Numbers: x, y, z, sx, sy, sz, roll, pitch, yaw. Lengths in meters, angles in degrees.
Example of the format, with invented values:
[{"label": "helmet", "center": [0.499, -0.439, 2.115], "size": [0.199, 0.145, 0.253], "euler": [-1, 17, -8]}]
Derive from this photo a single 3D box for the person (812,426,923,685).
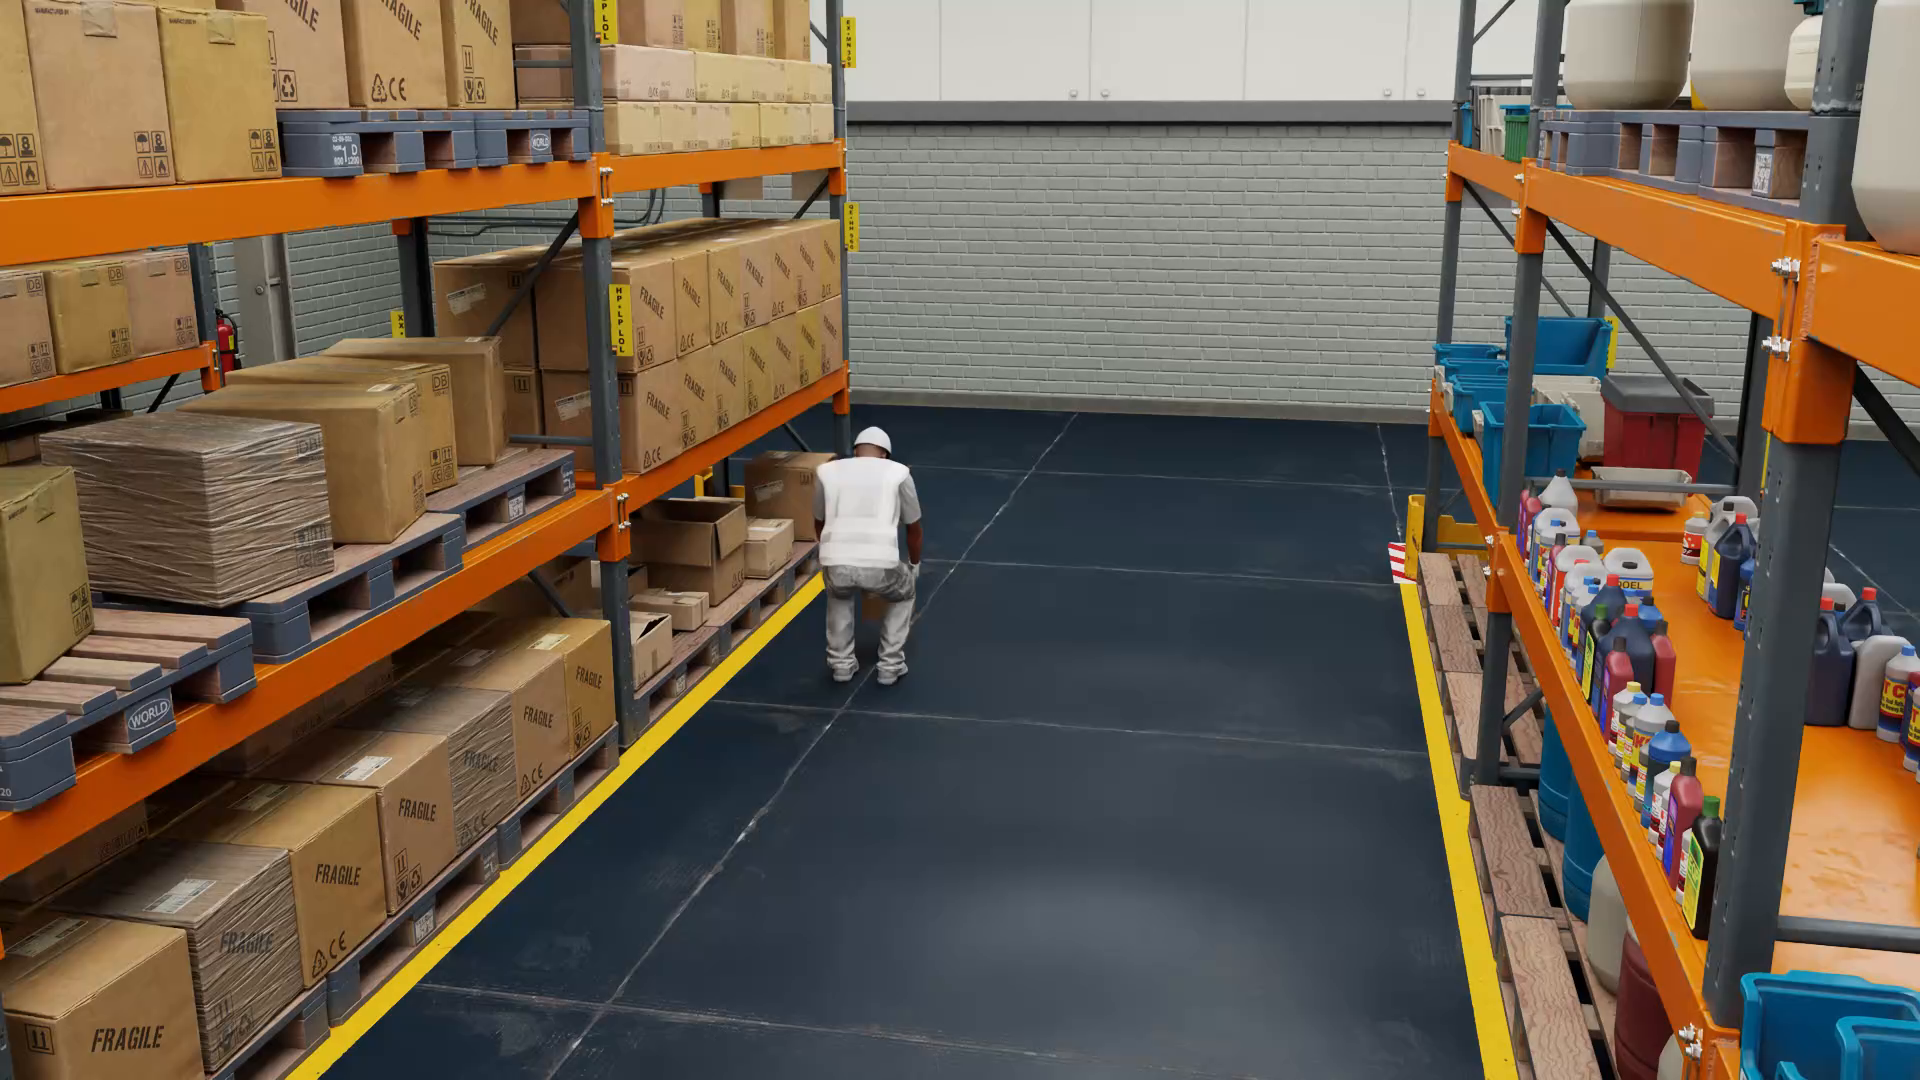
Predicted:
[{"label": "person", "center": [-0.535, 0.087, 9.058], "size": [0.611, 1.322, 0.813], "euler": [3, 15, 11]}]
